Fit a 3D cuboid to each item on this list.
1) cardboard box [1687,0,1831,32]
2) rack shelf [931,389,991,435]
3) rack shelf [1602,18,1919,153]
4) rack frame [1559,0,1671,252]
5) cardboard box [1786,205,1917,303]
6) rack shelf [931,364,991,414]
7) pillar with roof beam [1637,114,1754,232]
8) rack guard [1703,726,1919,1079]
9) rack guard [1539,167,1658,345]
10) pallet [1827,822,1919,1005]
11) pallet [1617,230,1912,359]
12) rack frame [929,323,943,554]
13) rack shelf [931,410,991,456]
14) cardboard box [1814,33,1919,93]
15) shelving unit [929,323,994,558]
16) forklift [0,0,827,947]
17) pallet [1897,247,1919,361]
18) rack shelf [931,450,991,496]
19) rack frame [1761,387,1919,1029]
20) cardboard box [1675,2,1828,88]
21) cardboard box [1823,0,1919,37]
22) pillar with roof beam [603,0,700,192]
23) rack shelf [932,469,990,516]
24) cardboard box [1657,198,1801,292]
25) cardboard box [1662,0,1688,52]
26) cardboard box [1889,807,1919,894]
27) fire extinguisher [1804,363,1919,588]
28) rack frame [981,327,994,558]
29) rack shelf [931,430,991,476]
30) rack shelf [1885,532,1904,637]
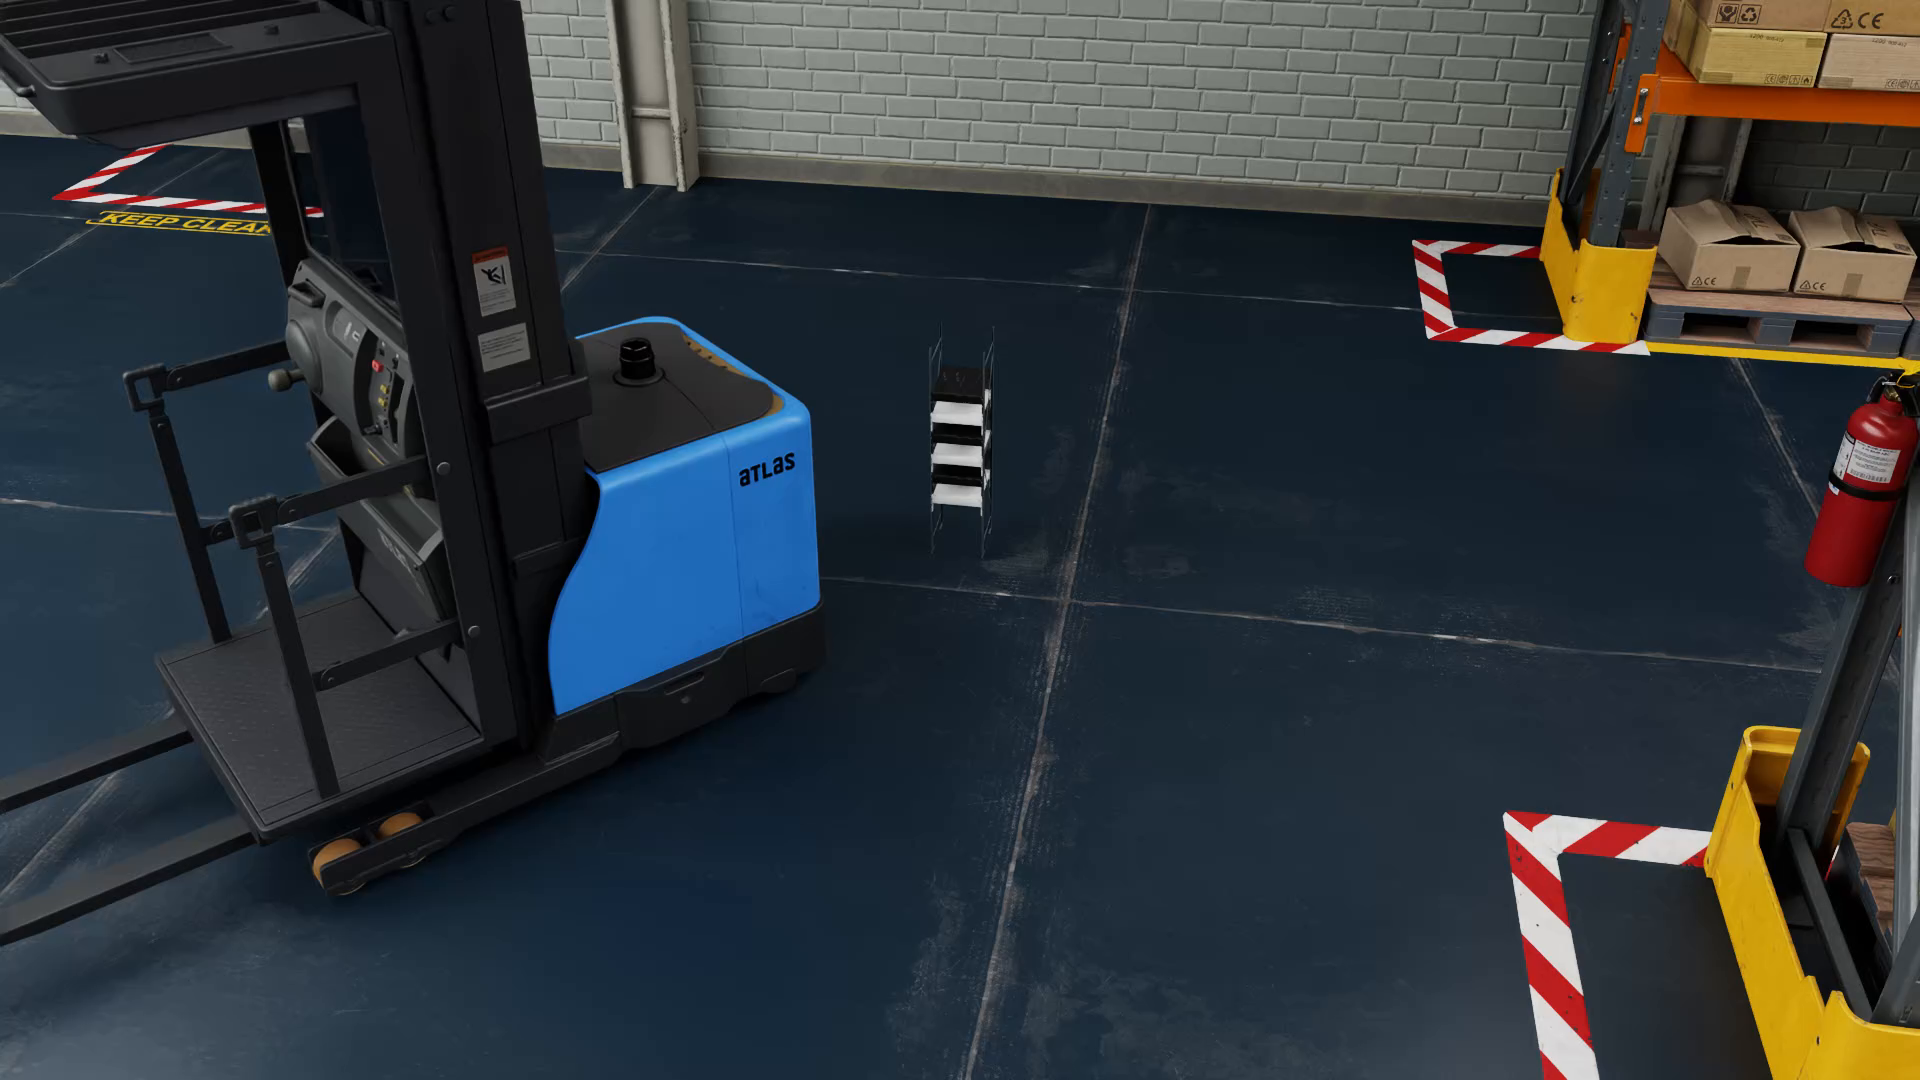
[{"bbox_3d":[3.658,-2.633,7.546,0.500,0.500,0.500,5,32,8],"label":"cardboard box"},{"bbox_3d":[0.008,-0.505,6.432,0.200,0.077,0.258,5,32,8],"label":"rack shelf"},{"bbox_3d":[5.209,-2.087,7.935,4.000,0.370,1.077,5,32,8],"label":"rack shelf"},{"bbox_3d":[3.238,-2.570,8.029,0.127,3.000,1.000,5,32,8],"label":"rack frame"},{"bbox_3d":[4.467,-1.458,8.371,0.500,0.311,0.500,8,33,12],"label":"cardboard box"},{"bbox_3d":[0.008,-0.581,6.384,0.200,0.077,0.258,5,32,8],"label":"rack shelf"},{"bbox_3d":[3.349,-3.252,3.464,0.400,9.000,9.100,5,32,8],"label":"pillar with roof beam"},{"bbox_3d":[2.384,1.078,4.556,0.348,0.500,1.175,5,32,8],"label":"rack guard"},{"bbox_3d":[3.313,-1.504,8.682,0.348,0.500,1.175,5,32,8],"label":"rack guard"},{"bbox_3d":[3.169,1.249,4.556,1.213,0.211,1.003,5,32,8],"label":"pallet"},{"bbox_3d":[4.108,-1.291,8.613,1.213,0.211,1.003,5,32,8],"label":"pallet"},{"bbox_3d":[-0.092,-0.390,6.525,0.006,0.900,0.240,5,32,8],"label":"rack frame"},{"bbox_3d":[0.008,-0.429,6.480,0.200,0.077,0.258,5,32,8],"label":"rack shelf"},{"bbox_3d":[4.180,-2.267,7.667,0.500,0.250,0.500,4,32,7],"label":"cardboard box"},{"bbox_3d":[0.008,-0.381,6.510,0.210,0.900,0.258,5,32,8],"label":"shelving unit"},{"bbox_3d":[-1.949,-0.487,4.765,3.031,2.935,1.130,-23,38,-31],"label":"forklift"},{"bbox_3d":[5.307,-1.181,8.437,1.213,0.211,1.003,5,32,8],"label":"pallet"},{"bbox_3d":[0.008,-0.276,6.576,0.200,0.077,0.258,5,32,8],"label":"rack shelf"},{"bbox_3d":[2.408,0.021,3.890,0.127,3.000,1.000,5,32,8],"label":"rack frame"},{"bbox_3d":[3.665,-2.306,7.729,0.500,0.250,0.500,4,32,7],"label":"cardboard box"},{"bbox_3d":[4.143,-2.584,7.467,0.500,0.500,0.500,5,32,8],"label":"cardboard box"},{"bbox_3d":[-2.565,-3.787,4.319,0.400,9.000,9.100,5,32,8],"label":"pillar with roof beam"},{"bbox_3d":[0.008,-0.200,6.623,0.200,0.077,0.258,5,32,8],"label":"rack shelf"},{"bbox_3d":[3.905,-1.508,8.452,0.500,0.311,0.500,2,32,3],"label":"cardboard box"},{"bbox_3d":[3.731,-2.575,8.159,0.500,0.250,0.500,6,32,9],"label":"cardboard box"},{"bbox_3d":[2.986,0.901,4.678,0.500,0.250,0.500,5,32,8],"label":"cardboard box"},{"bbox_3d":[2.370,-0.200,4.315,0.183,0.674,0.296,5,32,8],"label":"fire extinguisher"},{"bbox_3d":[0.108,-0.372,6.496,0.006,0.900,0.240,5,32,8],"label":"rack frame"},{"bbox_3d":[0.008,-0.352,6.528,0.200,0.077,0.258,5,32,8],"label":"rack shelf"},{"bbox_3d":[4.380,0.504,3.795,4.000,0.370,1.077,5,32,8],"label":"rack shelf"}]
